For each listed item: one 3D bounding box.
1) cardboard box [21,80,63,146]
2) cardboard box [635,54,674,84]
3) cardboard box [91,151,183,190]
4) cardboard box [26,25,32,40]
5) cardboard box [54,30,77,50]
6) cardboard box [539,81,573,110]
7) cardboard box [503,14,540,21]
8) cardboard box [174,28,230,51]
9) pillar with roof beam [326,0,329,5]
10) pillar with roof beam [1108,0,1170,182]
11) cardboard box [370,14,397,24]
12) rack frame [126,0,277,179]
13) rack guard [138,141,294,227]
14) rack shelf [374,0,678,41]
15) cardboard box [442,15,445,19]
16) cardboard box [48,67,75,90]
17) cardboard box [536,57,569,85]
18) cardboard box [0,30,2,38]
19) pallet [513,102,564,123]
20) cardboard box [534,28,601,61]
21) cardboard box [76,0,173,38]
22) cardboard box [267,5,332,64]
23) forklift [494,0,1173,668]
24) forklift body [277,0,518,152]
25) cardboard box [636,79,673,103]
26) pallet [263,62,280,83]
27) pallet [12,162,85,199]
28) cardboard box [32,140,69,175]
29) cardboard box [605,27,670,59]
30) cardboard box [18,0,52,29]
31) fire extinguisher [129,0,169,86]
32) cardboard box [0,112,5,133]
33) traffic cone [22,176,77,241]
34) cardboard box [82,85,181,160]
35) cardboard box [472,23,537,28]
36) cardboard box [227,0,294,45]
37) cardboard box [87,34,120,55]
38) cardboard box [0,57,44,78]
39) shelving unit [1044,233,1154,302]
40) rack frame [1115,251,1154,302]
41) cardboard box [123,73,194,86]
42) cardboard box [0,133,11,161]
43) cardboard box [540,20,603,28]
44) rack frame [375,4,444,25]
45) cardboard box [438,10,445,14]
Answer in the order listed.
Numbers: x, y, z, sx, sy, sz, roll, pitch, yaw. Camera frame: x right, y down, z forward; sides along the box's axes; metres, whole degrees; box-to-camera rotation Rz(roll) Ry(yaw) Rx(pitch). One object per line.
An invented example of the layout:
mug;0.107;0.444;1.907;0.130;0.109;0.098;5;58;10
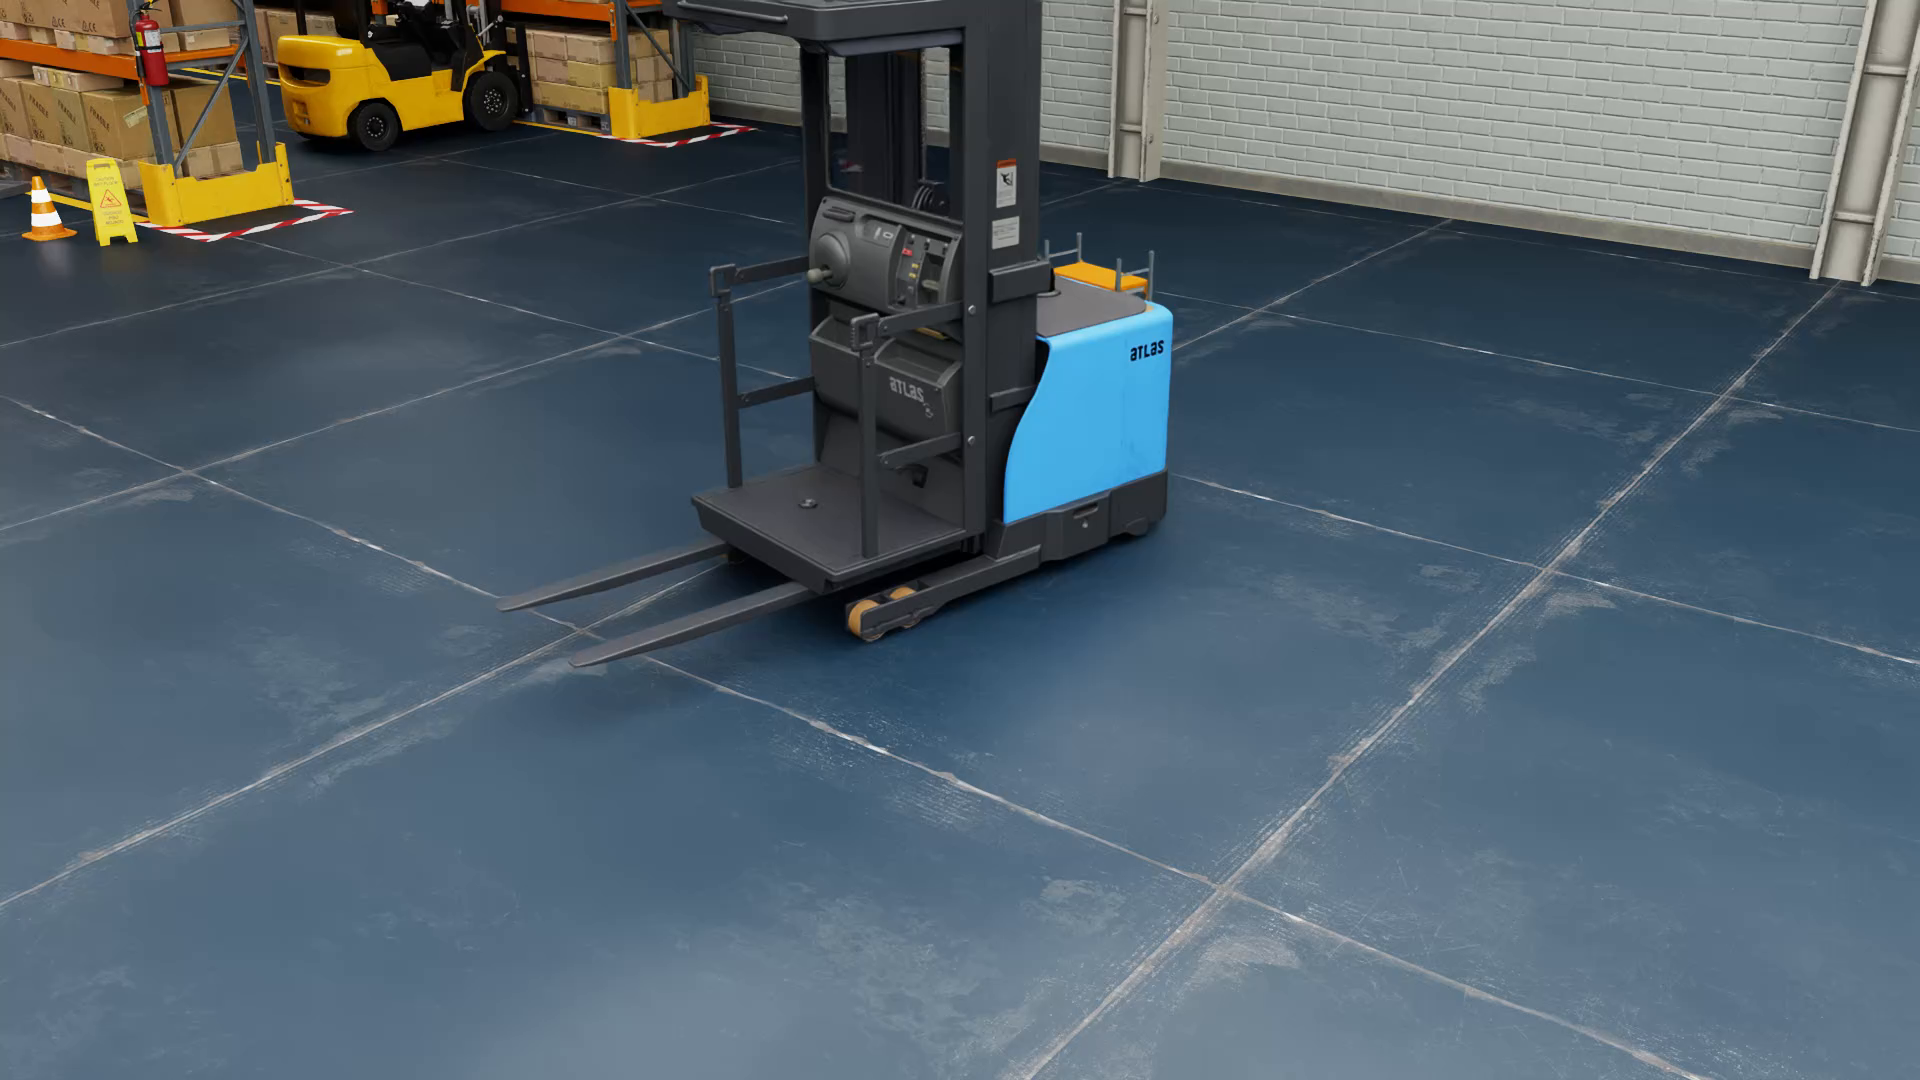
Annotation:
cardboard box;-7.764;-3.754;14.509;0.500;0.500;0.500;16;28;32
cardboard box;-3.425;-5.064;17.792;0.500;0.250;0.500;17;29;34
cardboard box;-6.975;-3.166;14.105;0.500;0.250;0.500;17;29;33
cardboard box;-7.786;-4.400;14.328;0.250;0.149;0.380;17;29;33
cardboard box;-7.260;-4.171;13.808;0.250;0.149;0.380;17;29;34
cardboard box;-4.131;-4.789;17.789;0.500;0.250;0.500;17;29;33
cardboard box;-5.053;-5.778;18.793;0.500;0.250;0.500;17;29;34
cardboard box;-6.295;-4.152;13.765;0.250;0.149;0.380;17;29;33
pillar with roof beam;-10.573;-8.987;16.986;0.400;9.000;9.100;17;29;33
pillar with roof beam;-0.971;-6.085;10.400;0.400;9.000;9.100;17;29;33
cardboard box;-6.798;-5.916;19.880;0.625;0.625;0.875;18;30;36
rack frame;-6.147;-4.118;13.376;0.127;3.000;1.000;17;29;33
rack guard;-6.208;-2.992;13.922;0.348;0.500;1.175;17;29;33
rack shelf;-4.774;-5.875;18.255;4.000;0.370;1.077;17;29;33
cardboard box;-5.772;-5.734;18.693;0.500;0.250;0.500;17;29;33
cardboard box;-7.478;-3.930;14.105;0.250;0.149;0.380;17;29;34
cardboard box;-4.145;-5.025;17.703;0.500;0.250;0.500;16;29;33
cardboard box;-8.270;-4.478;14.505;0.250;0.149;0.380;17;29;34
pallet;-4.782;-4.911;18.634;1.213;0.211;1.003;17;29;33
cardboard box;-4.141;-5.244;17.581;0.500;0.250;0.500;17;29;34
cardboard box;-6.747;-4.342;13.392;0.500;0.500;0.500;16;29;32
cardboard box;-8.017;-6.287;20.723;0.625;0.625;0.875;15;28;31
forklift;-0.479;-1.166;6.760;3.031;2.935;1.130;-19;30;-36
forklift body;-5.785;-5.202;16.889;1.214;2.155;2.313;17;29;33
cardboard box;-3.449;-4.836;17.895;0.500;0.250;0.500;17;29;34
pallet;-7.967;-5.872;20.815;1.213;0.211;1.003;17;29;33
pallet;-7.809;-3.363;15.122;1.213;0.211;1.003;17;29;33
cardboard box;-7.787;-3.413;14.665;0.500;0.250;0.500;16;28;31
cardboard box;-3.444;-5.289;17.683;0.500;0.250;0.500;16;29;33
cardboard box;-7.543;-4.587;13.947;0.500;0.500;0.500;17;29;33
fire extinguisher;-6.332;-3.906;12.991;0.183;0.674;0.296;17;29;33
cardboard box;-8.602;-4.007;15.083;0.500;0.500;0.500;18;30;35
traffic cone;-7.265;-2.645;13.179;0.334;0.463;0.336;17;29;33
cardboard box;-6.945;-3.505;13.943;0.500;0.500;0.500;17;29;34
cardboard box;-4.952;-5.488;18.134;0.500;0.250;0.500;16;28;32
cardboard box;-9.084;-6.605;21.445;0.625;0.625;0.875;18;29;35
cardboard box;-6.844;-4.050;13.533;0.250;0.149;0.380;16;29;33
cardboard box;-8.344;-4.192;14.698;0.250;0.149;0.380;19;30;36
shelving unit;0.665;-0.864;8.222;0.258;1.200;0.503;-19;30;-37
rack frame;0.824;-0.789;8.053;0.240;1.200;0.015;-19;30;-37
cardboard box;-7.067;-3.810;14.636;0.500;0.500;0.500;16;28;31
cardboard box;-8.604;-3.664;15.235;0.500;0.250;0.500;19;30;36
cardboard box;-4.240;-5.533;18.237;0.500;0.250;0.500;17;29;33
rack frame;-6.374;-6.688;19.208;0.127;3.000;1.000;17;29;33
cardboard box;-5.864;-6.022;19.348;0.500;0.250;0.500;17;29;34
